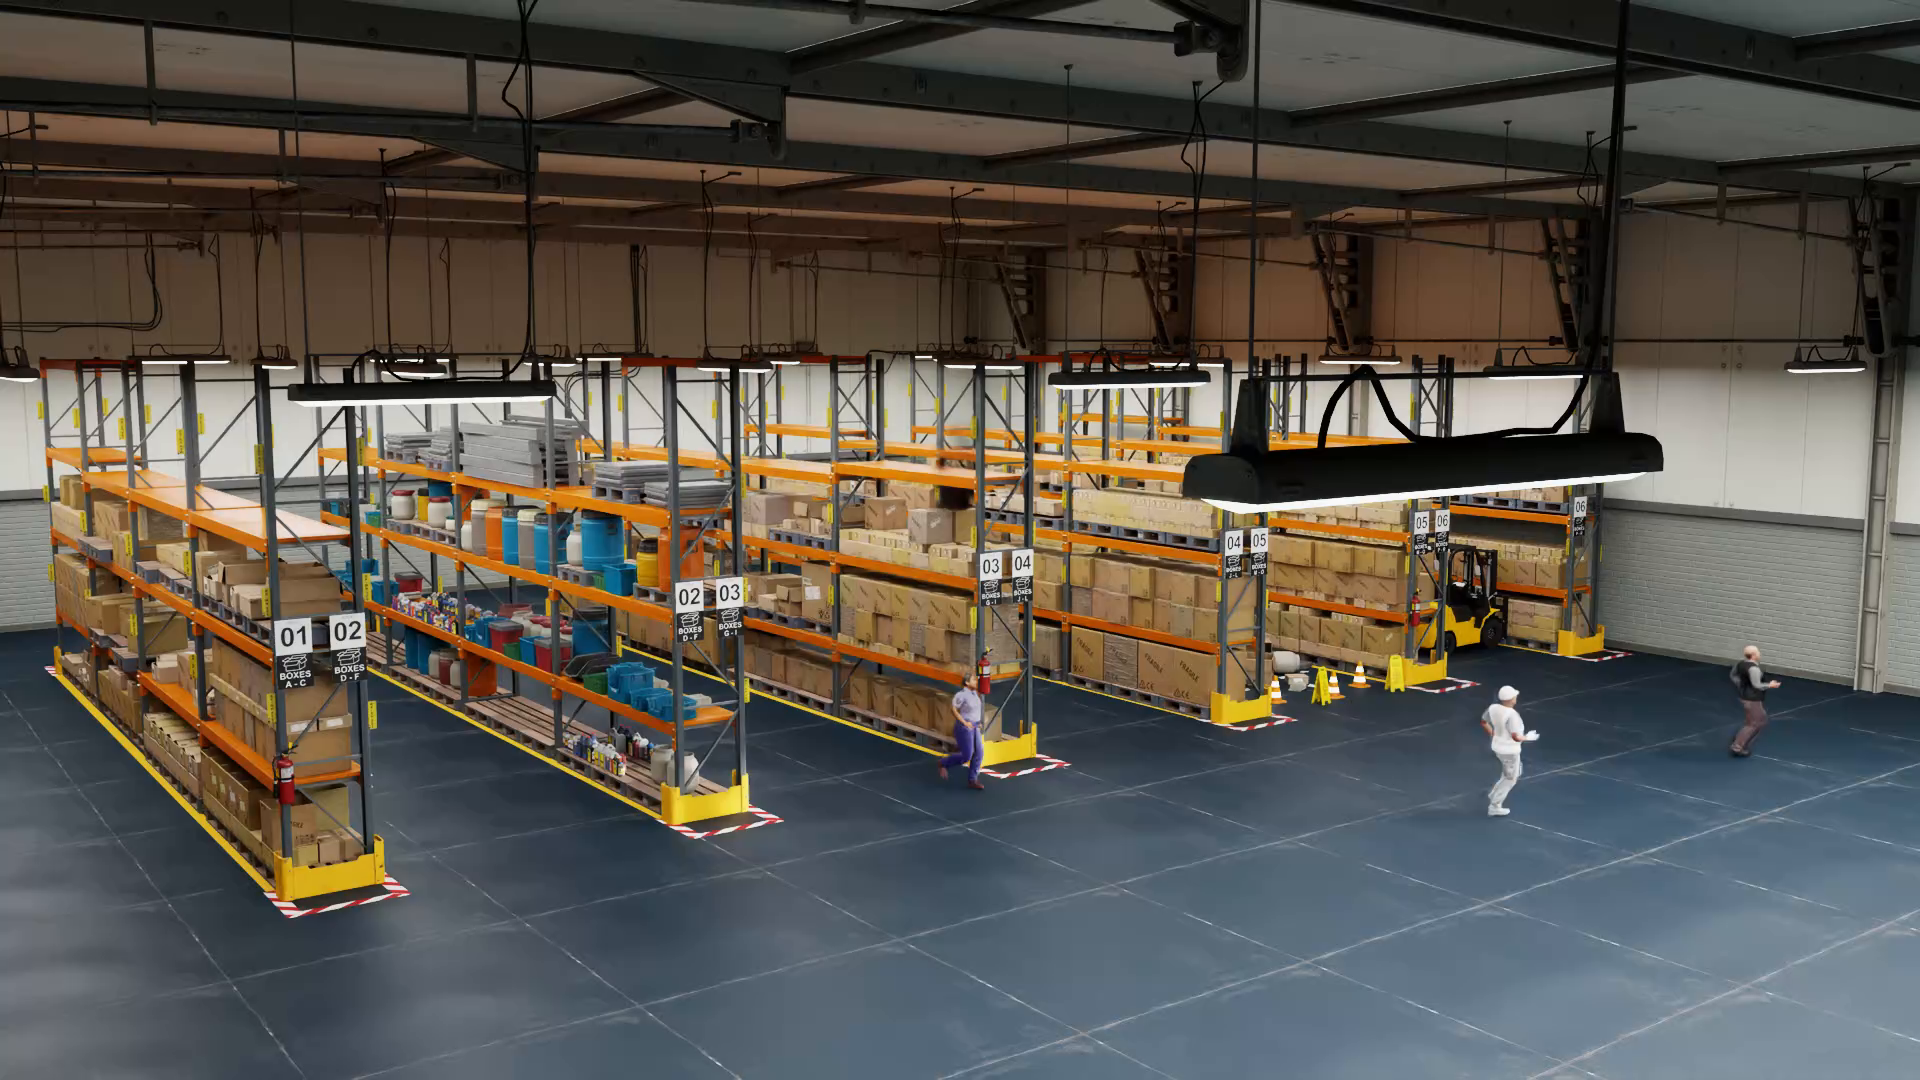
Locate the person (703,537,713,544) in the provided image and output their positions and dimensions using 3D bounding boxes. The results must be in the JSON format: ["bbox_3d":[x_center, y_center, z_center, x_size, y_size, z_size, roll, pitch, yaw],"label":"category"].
[{"bbox_3d":[-6.076,0.759,39.338,0.766,1.702,0.631,-1,7,-5],"label":"person"}]

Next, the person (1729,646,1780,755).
[{"bbox_3d":[12.087,2.456,25.298,0.647,1.717,0.642,1,7,8],"label":"person"}]

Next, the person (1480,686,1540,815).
[{"bbox_3d":[7.346,2.796,22.164,0.629,1.743,0.656,-1,7,-8],"label":"person"}]

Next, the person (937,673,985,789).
[{"bbox_3d":[0.136,2.796,23.765,0.699,1.404,0.664,4,8,29],"label":"person"}]
